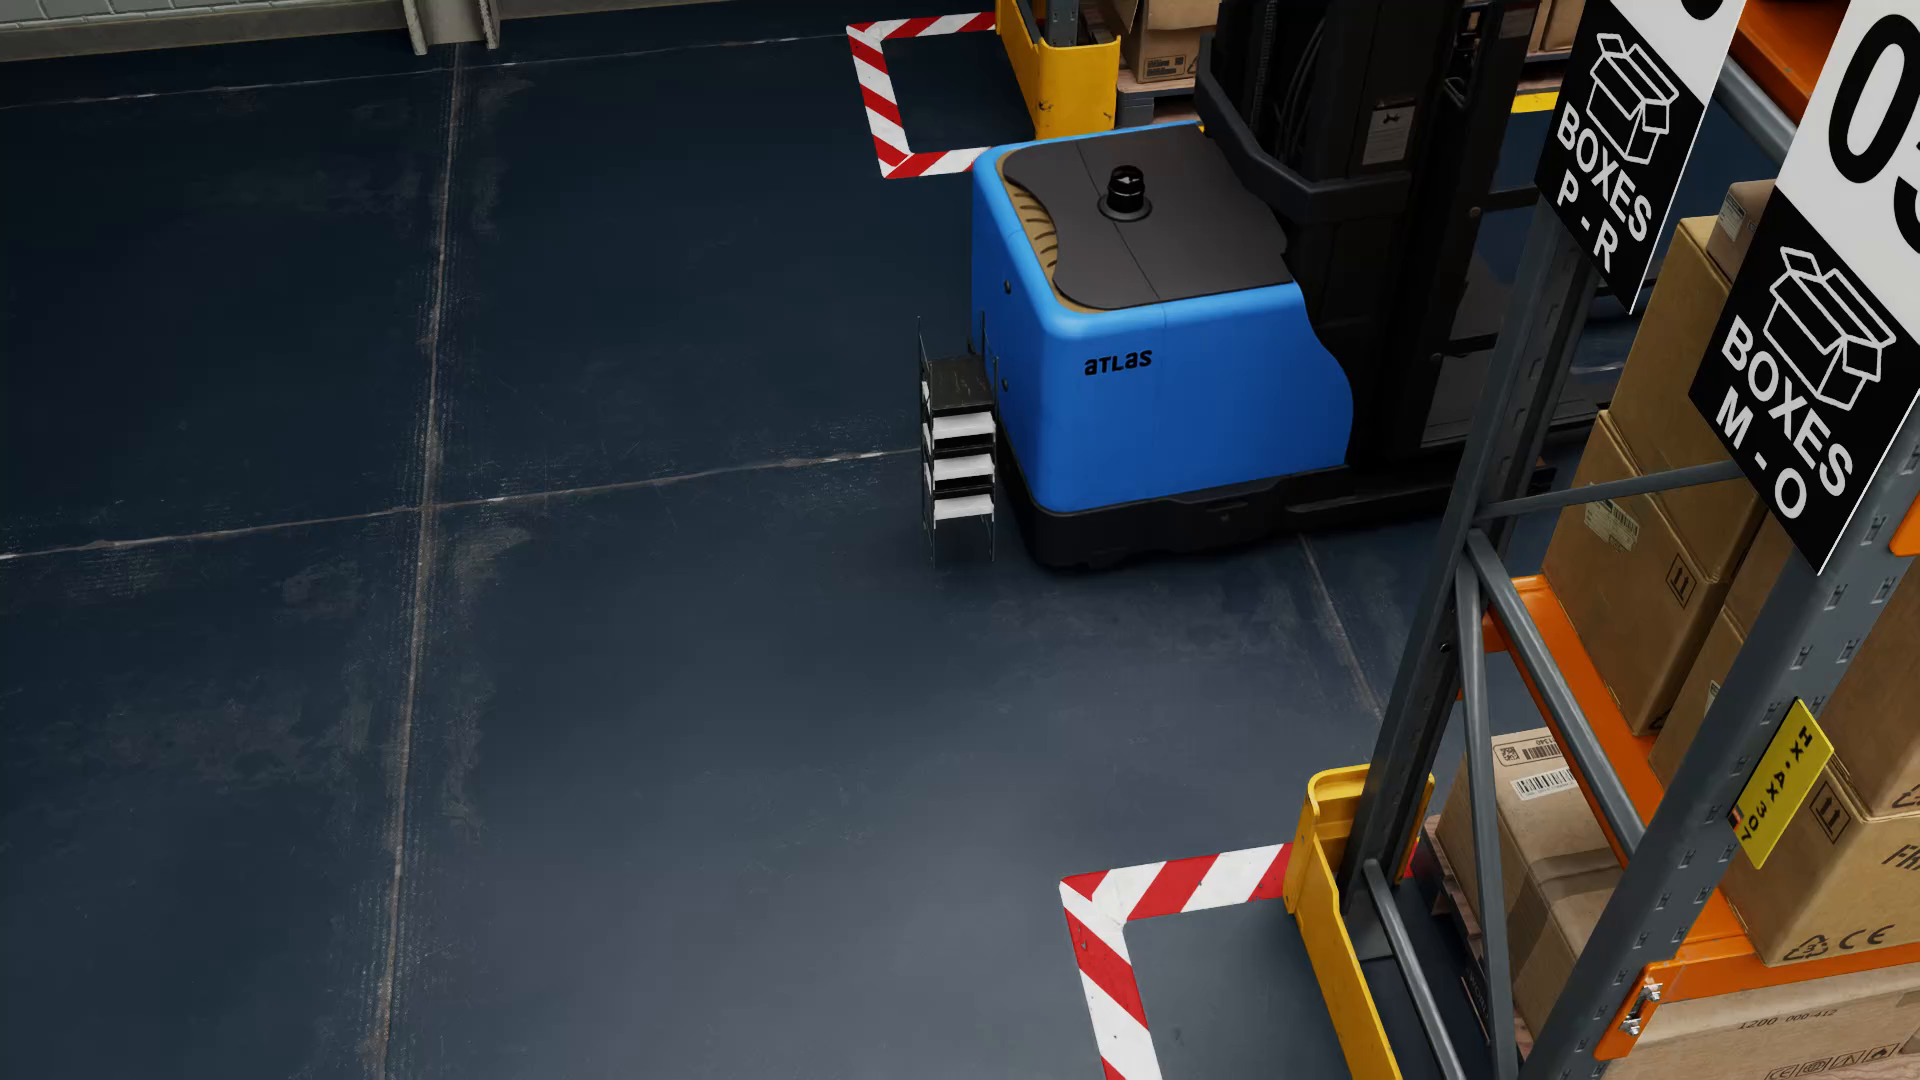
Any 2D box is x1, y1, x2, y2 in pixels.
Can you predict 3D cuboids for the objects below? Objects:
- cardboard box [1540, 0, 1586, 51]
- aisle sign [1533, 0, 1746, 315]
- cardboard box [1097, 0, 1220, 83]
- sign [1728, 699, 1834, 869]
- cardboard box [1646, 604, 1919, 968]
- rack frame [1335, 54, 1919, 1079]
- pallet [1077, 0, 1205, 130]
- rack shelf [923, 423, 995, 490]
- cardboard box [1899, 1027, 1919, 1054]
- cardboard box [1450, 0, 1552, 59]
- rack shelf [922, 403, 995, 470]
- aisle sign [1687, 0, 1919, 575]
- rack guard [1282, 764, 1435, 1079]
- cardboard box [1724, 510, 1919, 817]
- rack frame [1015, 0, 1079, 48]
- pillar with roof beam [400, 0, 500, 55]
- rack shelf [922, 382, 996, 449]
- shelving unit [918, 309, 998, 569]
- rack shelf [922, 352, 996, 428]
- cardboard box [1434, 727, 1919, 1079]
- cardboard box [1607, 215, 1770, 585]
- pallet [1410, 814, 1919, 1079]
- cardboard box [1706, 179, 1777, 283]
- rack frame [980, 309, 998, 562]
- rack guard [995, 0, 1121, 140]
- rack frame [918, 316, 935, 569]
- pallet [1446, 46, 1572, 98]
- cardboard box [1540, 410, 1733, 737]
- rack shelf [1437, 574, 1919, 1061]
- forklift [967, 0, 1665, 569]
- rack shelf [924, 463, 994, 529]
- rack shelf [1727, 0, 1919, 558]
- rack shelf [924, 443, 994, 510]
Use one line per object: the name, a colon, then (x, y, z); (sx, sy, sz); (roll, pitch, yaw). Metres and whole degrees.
cardboard box: (2.847, -2.688, 7.701); (0.500, 0.500, 0.700); (-9, 47, -8)
aisle sign: (1.083, -0.789, 2.622); (0.004, 0.787, 0.394); (-7, 46, -7)
cardboard box: (0.975, -2.485, 7.503); (0.637, 0.503, 0.797); (-9, 47, -8)
sign: (1.295, 0.391, 2.634); (0.005, 0.325, 0.100); (-7, 46, -7)
cardboard box: (1.729, 0.435, 3.179); (0.500, 0.500, 0.500); (-7, 47, -7)
rack frame: (1.207, 0.324, 3.354); (0.127, 3.000, 1.000); (-7, 46, -7)
pallet: (1.217, -2.337, 7.856); (1.213, 0.211, 1.003); (-7, 46, -7)
rack shelf: (-0.008, -0.288, 5.449); (0.200, 0.077, 0.258); (-7, 46, -7)
cardboard box: (2.740, 0.797, 4.386); (0.875, 0.438, 0.875); (-6, 46, -6)
cardboard box: (2.362, -2.555, 7.573); (0.500, 0.500, 0.500); (-6, 46, -6)
rack shelf: (-0.008, -0.351, 5.384); (0.200, 0.077, 0.258); (-7, 46, -7)
aisle sign: (1.185, -0.363, 2.211); (0.004, 0.787, 0.394); (-7, 46, -7)
rack guard: (1.183, 1.195, 4.252); (0.348, 0.500, 1.175); (-7, 46, -7)
cardboard box: (1.728, 0.086, 2.820); (0.500, 0.500, 0.500); (-8, 47, -8)
rack frame: (0.357, -3.197, 6.747); (0.127, 3.000, 1.000); (-7, 46, -7)
pillar with roof beam: (-1.720, -2.532, 1.941); (0.400, 9.000, 9.100); (-7, 46, -7)
rack shelf: (-0.008, -0.413, 5.319); (0.200, 0.077, 0.258); (-7, 46, -7)
shelving unit: (-0.008, -0.311, 5.425); (0.210, 0.900, 0.258); (-7, 46, -7)
rack shelf: (-0.008, -0.475, 5.255); (0.200, 0.077, 0.258); (-7, 46, -7)
cardboard box: (1.840, 0.916, 4.272); (0.875, 0.438, 0.875); (-9, 47, -8)
cardboard box: (1.641, -0.285, 3.178); (0.500, 0.500, 0.500); (-6, 46, -5)
pallet: (1.981, 1.138, 4.507); (1.213, 0.211, 1.003); (-7, 46, -7)
cardboard box: (1.526, -0.468, 2.904); (0.250, 0.149, 0.380); (-7, 46, -6)
rack frame: (0.092, -0.324, 5.437); (0.006, 0.900, 0.240); (-7, 46, -7)
rack guard: (0.431, -2.339, 7.657); (0.348, 0.500, 1.175); (-7, 46, -7)
rack frame: (-0.108, -0.299, 5.413); (0.006, 0.900, 0.240); (-7, 46, -7)
pallet: (2.416, -2.485, 7.998); (1.213, 0.211, 1.003); (-7, 46, -7)
cardboard box: (1.637, 0.043, 3.556); (0.500, 0.500, 0.500); (-7, 46, -7)
rack shelf: (3.177, 0.329, 3.850); (4.000, 0.370, 1.077); (-7, 46, -7)
forklift: (1.601, -1.489, 5.149); (3.031, 2.935, 1.130); (-10, 47, -10)
rack shelf: (-0.008, -0.163, 5.579); (0.200, 0.077, 0.258); (-7, 46, -7)
rack shelf: (3.177, -0.712, 2.770); (4.000, 0.370, 1.077); (-7, 46, -7)
rack shelf: (-0.008, -0.226, 5.514); (0.200, 0.077, 0.258); (-7, 46, -7)
